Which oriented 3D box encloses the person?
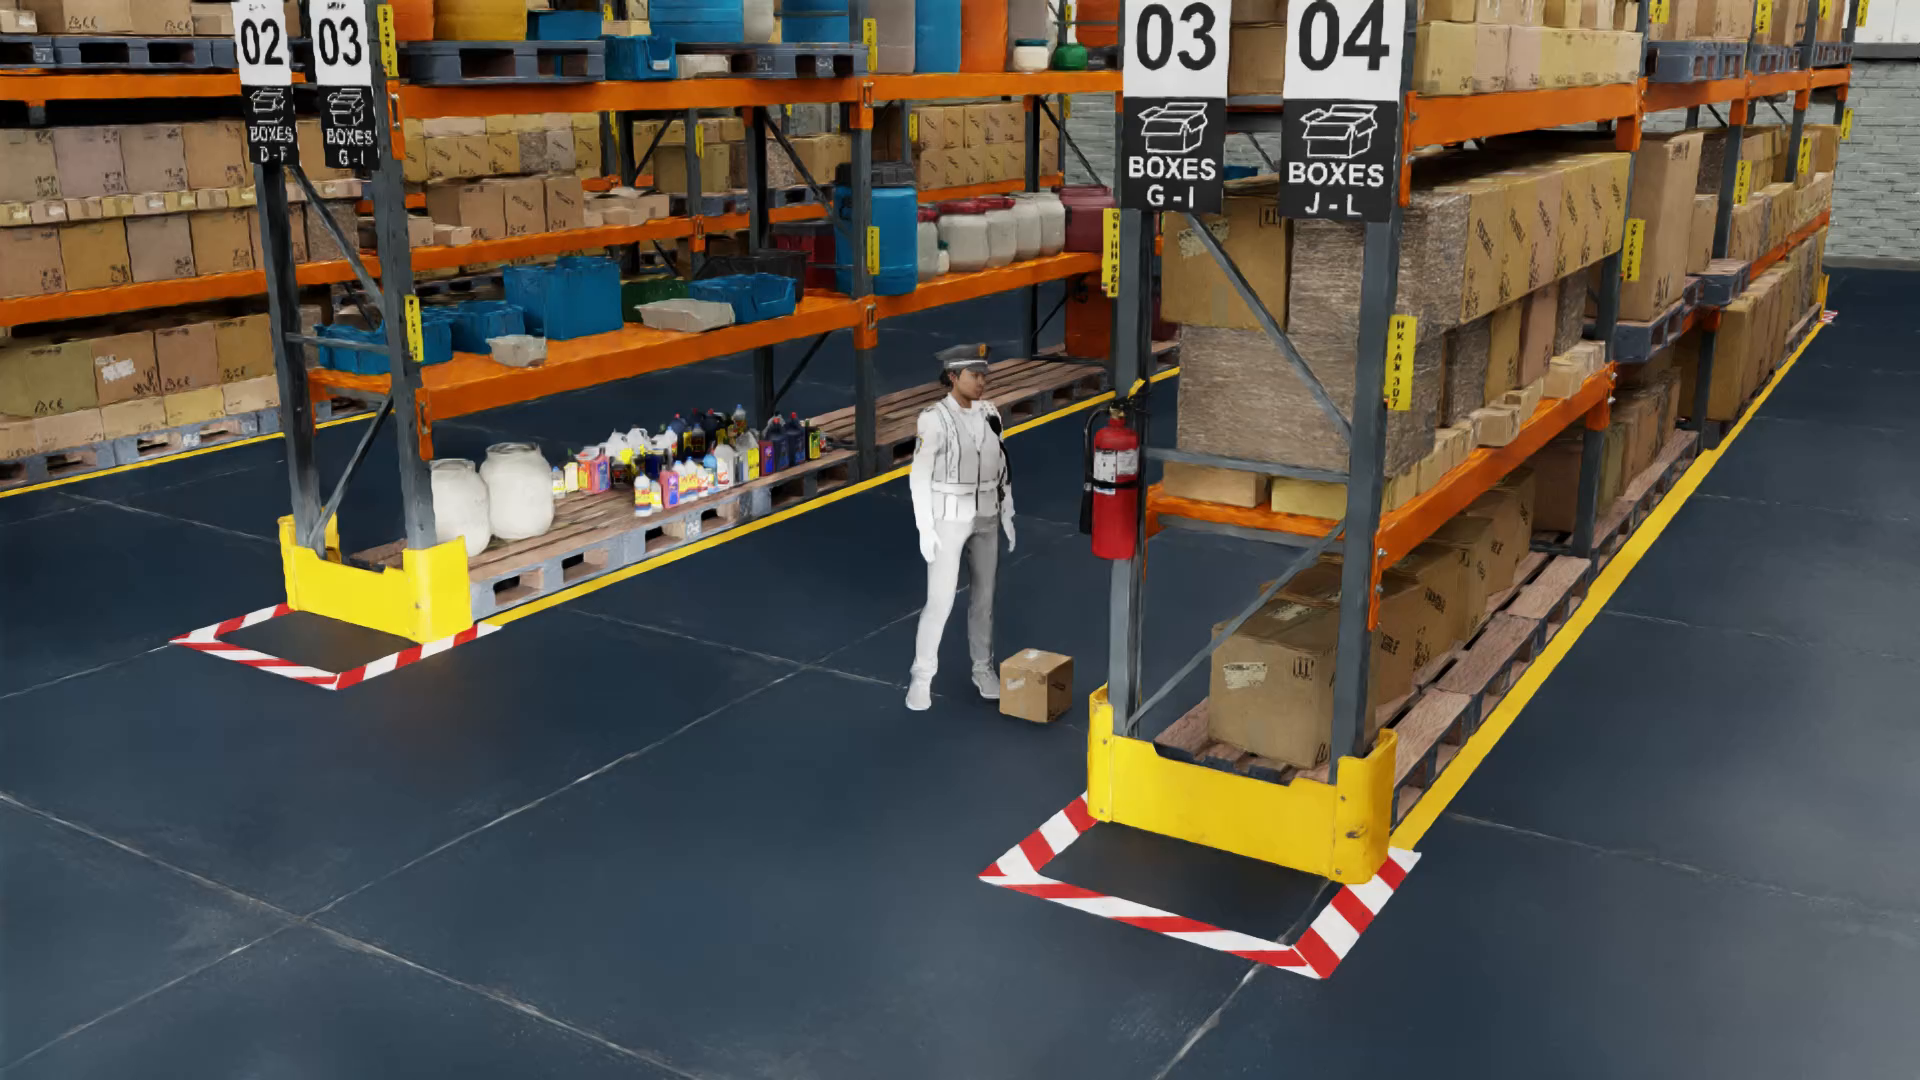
[{"bbox_3d":[-0.001,-0.063,7.708,0.573,1.712,0.373,-9,19,-29],"label":"person"}]
